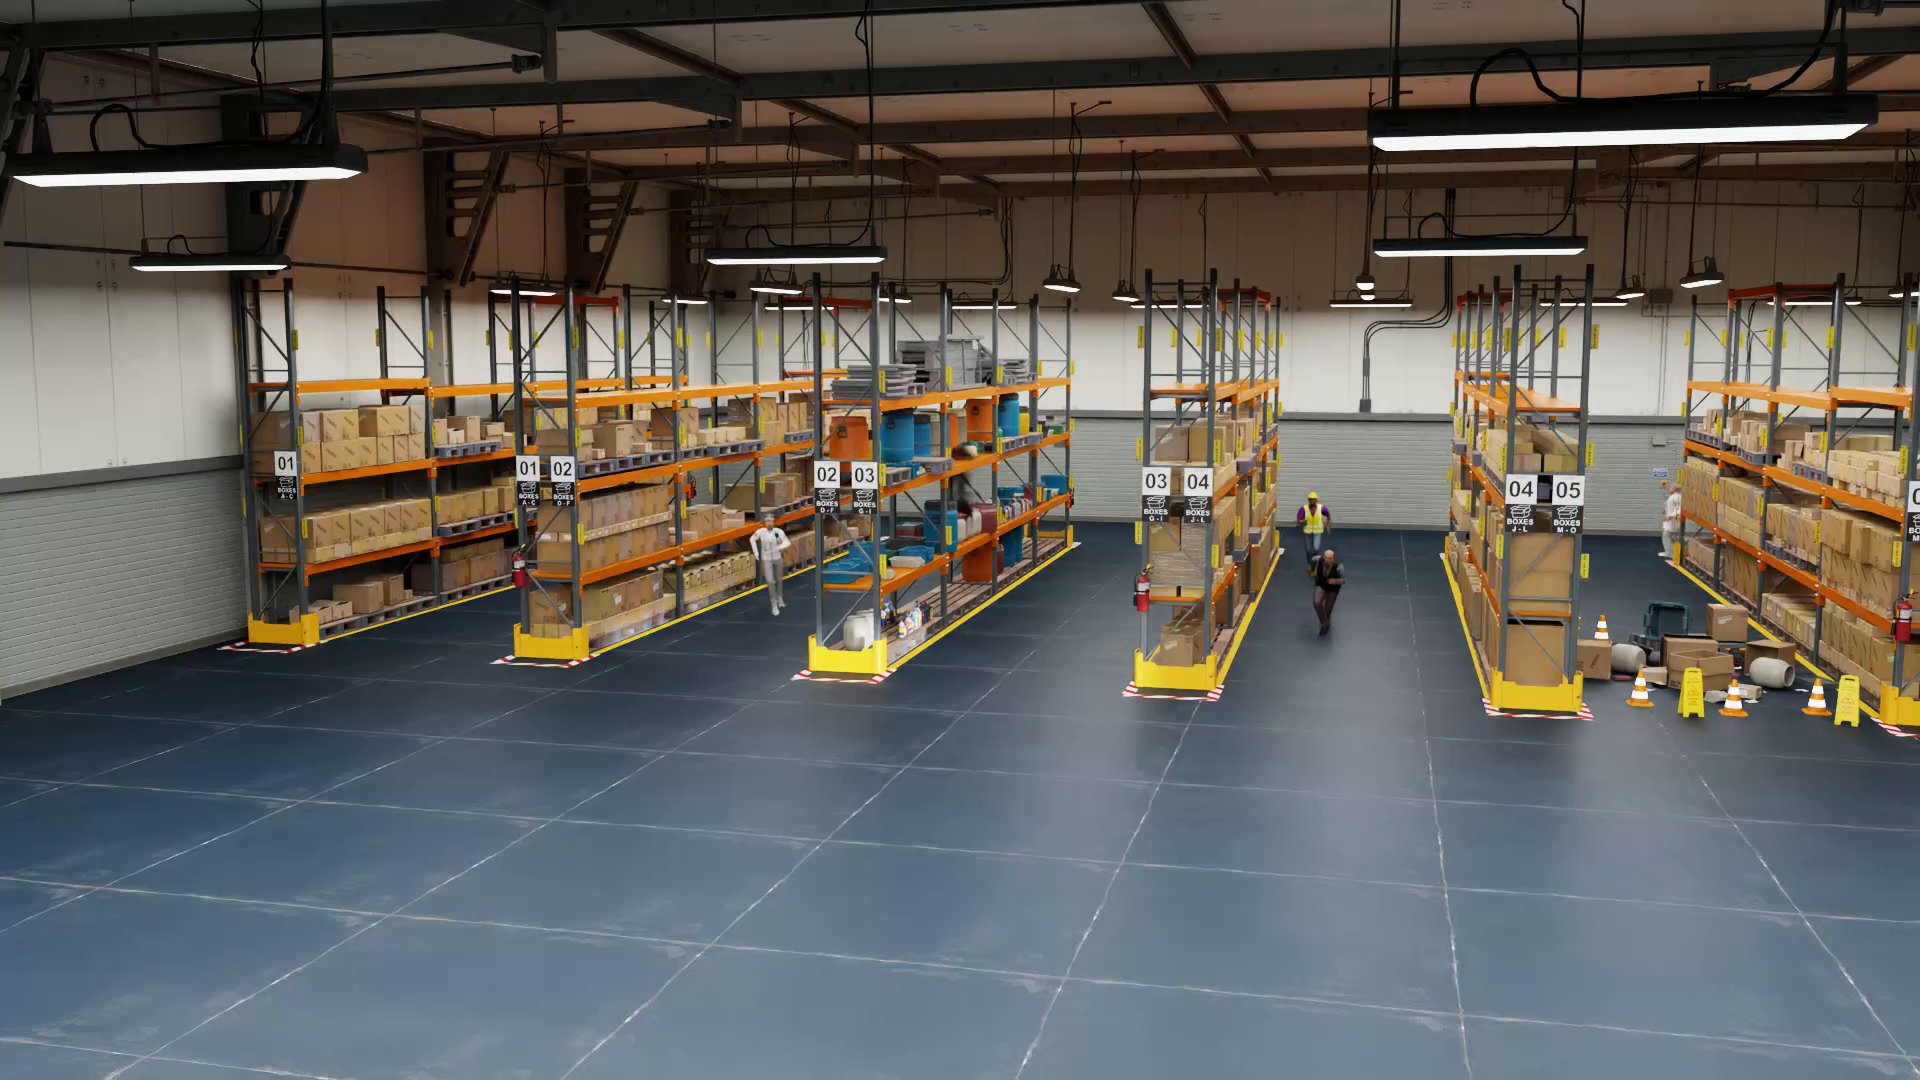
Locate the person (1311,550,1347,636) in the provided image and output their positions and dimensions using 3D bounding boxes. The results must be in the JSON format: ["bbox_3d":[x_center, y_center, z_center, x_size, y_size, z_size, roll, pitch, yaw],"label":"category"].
[{"bbox_3d":[6.310,0.868,28.484,0.639,1.500,1.153,2,7,17],"label":"person"}]

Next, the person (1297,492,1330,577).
[{"bbox_3d":[7.521,-0.114,35.448,0.678,1.810,0.826,2,7,17],"label":"person"}]

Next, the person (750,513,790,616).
[{"bbox_3d":[-3.316,0.399,29.118,0.699,1.763,0.710,-1,7,-6],"label":"person"}]

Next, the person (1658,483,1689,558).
[{"bbox_3d":[16.477,-0.447,38.316,0.731,1.737,0.704,2,7,17],"label":"person"}]
